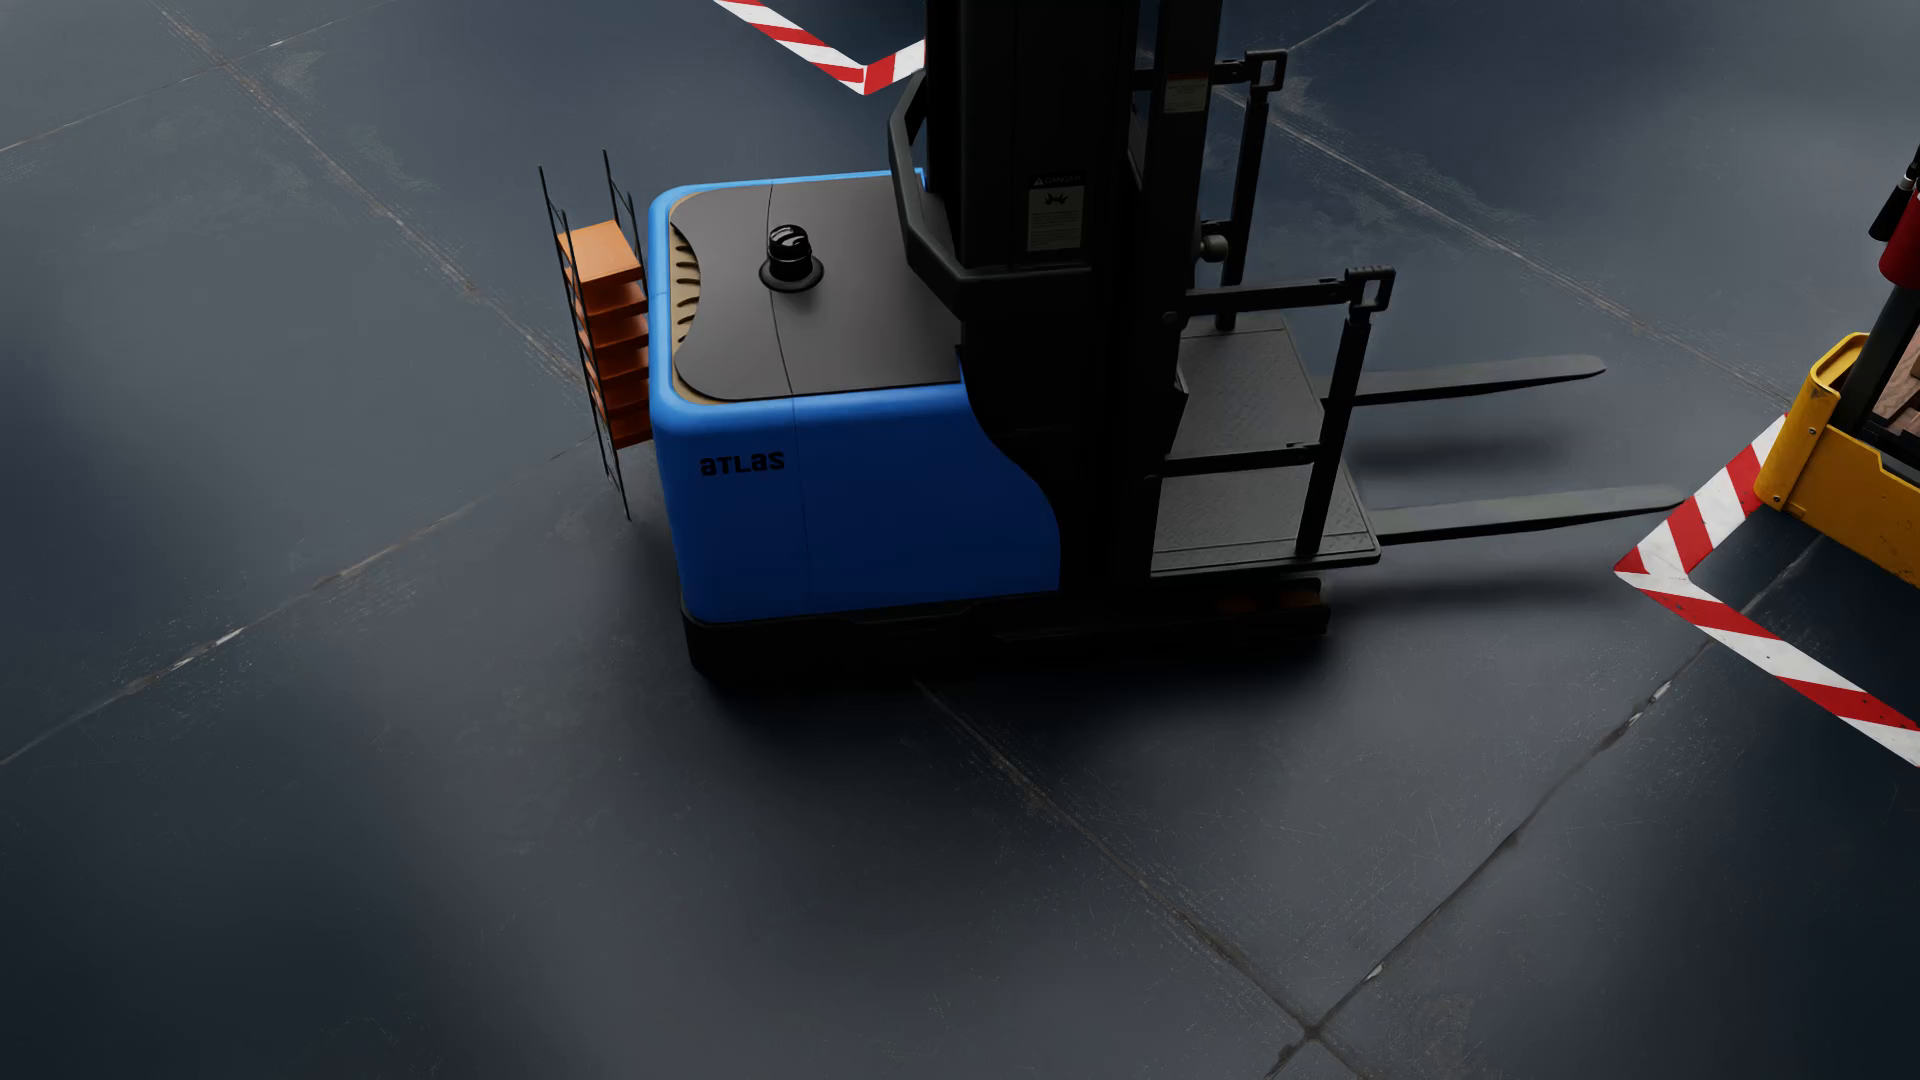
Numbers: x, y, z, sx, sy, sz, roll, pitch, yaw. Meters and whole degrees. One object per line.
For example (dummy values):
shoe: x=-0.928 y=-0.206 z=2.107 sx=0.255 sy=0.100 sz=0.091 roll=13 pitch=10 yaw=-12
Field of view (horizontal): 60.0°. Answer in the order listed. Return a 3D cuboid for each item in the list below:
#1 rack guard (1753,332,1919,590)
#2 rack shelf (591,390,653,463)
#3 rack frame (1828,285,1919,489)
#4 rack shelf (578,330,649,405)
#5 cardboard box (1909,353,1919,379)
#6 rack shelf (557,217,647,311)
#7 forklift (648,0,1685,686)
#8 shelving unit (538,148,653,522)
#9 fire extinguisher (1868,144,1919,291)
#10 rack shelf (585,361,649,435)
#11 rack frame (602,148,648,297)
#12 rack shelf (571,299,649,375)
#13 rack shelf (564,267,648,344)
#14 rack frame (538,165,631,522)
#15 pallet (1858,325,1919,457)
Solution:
rack guard: x=3.068 y=-0.094 z=4.997 sx=0.348 sy=0.500 sz=1.175 roll=-34 pitch=56 yaw=-27
rack shelf: x=-1.022 y=-0.381 z=5.172 sx=0.180 sy=0.103 sz=0.258 roll=-19 pitch=50 yaw=-17
rack frame: x=3.085 y=-0.954 z=4.089 sx=0.127 sy=3.000 sz=1.000 roll=-34 pitch=56 yaw=-27
rack shelf: x=-1.022 y=-0.544 z=4.996 sx=0.180 sy=0.103 sz=0.258 roll=-19 pitch=50 yaw=-17
cardboard box: x=3.536 y=-0.649 z=5.223 sx=0.500 sy=0.500 sz=0.700 roll=-34 pitch=56 yaw=-27
rack shelf: x=-1.022 y=-0.788 z=4.731 sx=0.180 sy=0.103 sz=0.258 roll=-19 pitch=50 yaw=-17
forklift: x=0.661 y=-1.058 z=4.232 sx=3.031 sy=2.935 sz=1.130 roll=-6 pitch=48 yaw=-5
shelving unit: x=-1.022 y=-0.574 z=4.963 sx=0.189 sy=1.200 sz=0.258 roll=-19 pitch=50 yaw=-17
fire extinguisher: x=2.663 y=-0.977 z=4.417 sx=0.183 sy=0.674 sz=0.296 roll=-34 pitch=56 yaw=-27
rack shelf: x=-1.022 y=-0.462 z=5.084 sx=0.180 sy=0.103 sz=0.258 roll=-19 pitch=50 yaw=-17
rack frame: x=-0.940 y=-0.603 z=4.990 sx=0.006 sy=1.200 sz=0.240 roll=-19 pitch=50 yaw=-17
rack shelf: x=-1.022 y=-0.625 z=4.908 sx=0.180 sy=0.103 sz=0.258 roll=-19 pitch=50 yaw=-17
rack shelf: x=-1.022 y=-0.707 z=4.819 sx=0.180 sy=0.103 sz=0.258 roll=-19 pitch=50 yaw=-17
rack frame: x=-1.105 y=-0.545 z=4.936 sx=0.006 sy=1.200 sz=0.240 roll=-19 pitch=50 yaw=-17
pallet: x=3.624 y=-0.446 z=5.518 sx=1.213 sy=0.211 sz=1.003 roll=-34 pitch=56 yaw=-27
